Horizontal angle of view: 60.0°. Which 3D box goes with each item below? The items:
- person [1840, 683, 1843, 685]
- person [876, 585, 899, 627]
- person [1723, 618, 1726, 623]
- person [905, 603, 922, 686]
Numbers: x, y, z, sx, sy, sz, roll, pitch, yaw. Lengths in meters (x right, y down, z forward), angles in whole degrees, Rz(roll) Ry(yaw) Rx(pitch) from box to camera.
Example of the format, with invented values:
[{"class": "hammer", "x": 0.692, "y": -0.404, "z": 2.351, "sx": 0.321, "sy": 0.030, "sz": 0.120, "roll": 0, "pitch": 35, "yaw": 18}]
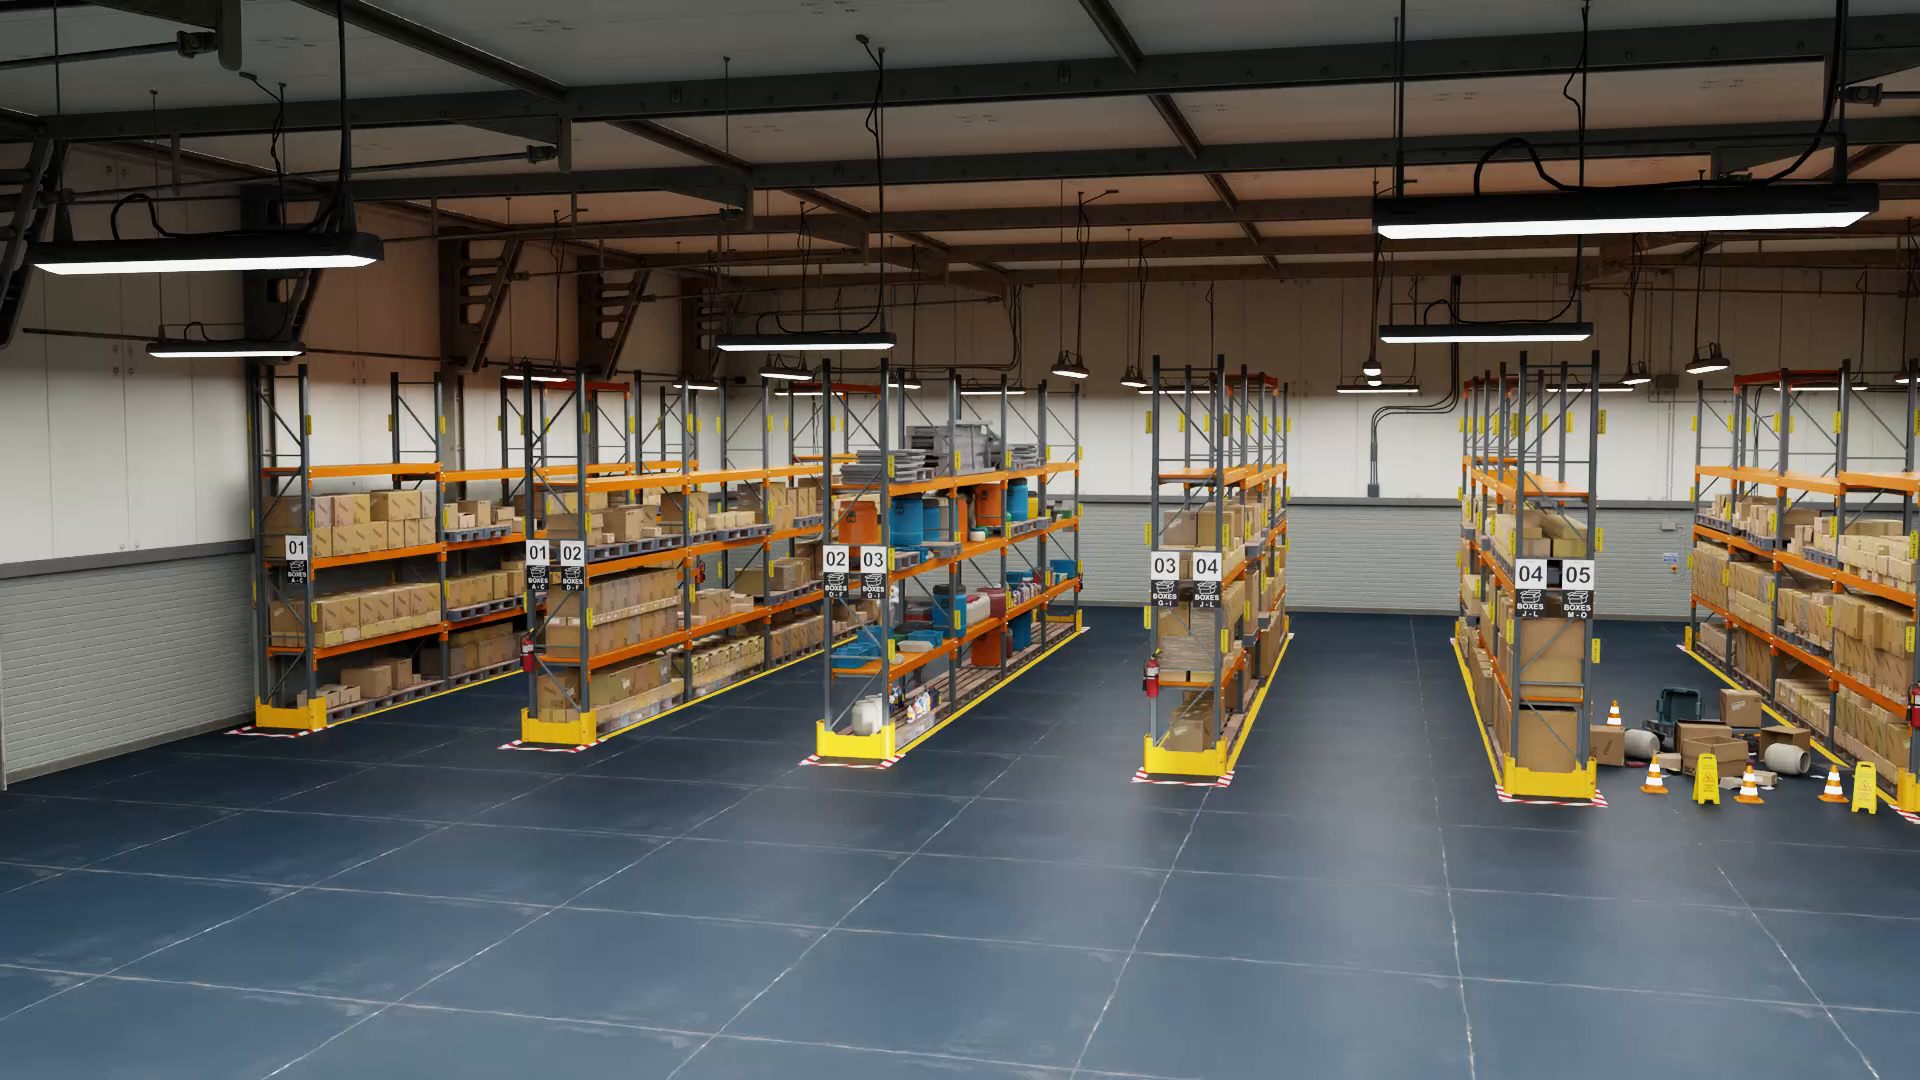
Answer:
[{"class": "person", "x": 17.082, "y": 1.957, "z": 31.623, "sx": 0.667, "sy": 1.774, "sz": 0.992, "roll": 1, "pitch": 4, "yaw": 10}, {"class": "person", "x": -1.631, "y": 1.594, "z": 37.255, "sx": 0.585, "sy": 1.713, "sz": 0.694, "roll": 0, "pitch": 4, "yaw": 3}, {"class": "person", "x": 17.592, "y": 1.562, "z": 37.851, "sx": 0.753, "sy": 1.708, "sz": 0.706, "roll": 3, "pitch": 5, "yaw": 38}, {"class": "person", "x": -0.892, "y": 2.003, "z": 31.934, "sx": 0.530, "sy": 1.625, "sz": 0.615, "roll": -3, "pitch": 5, "yaw": -37}]
